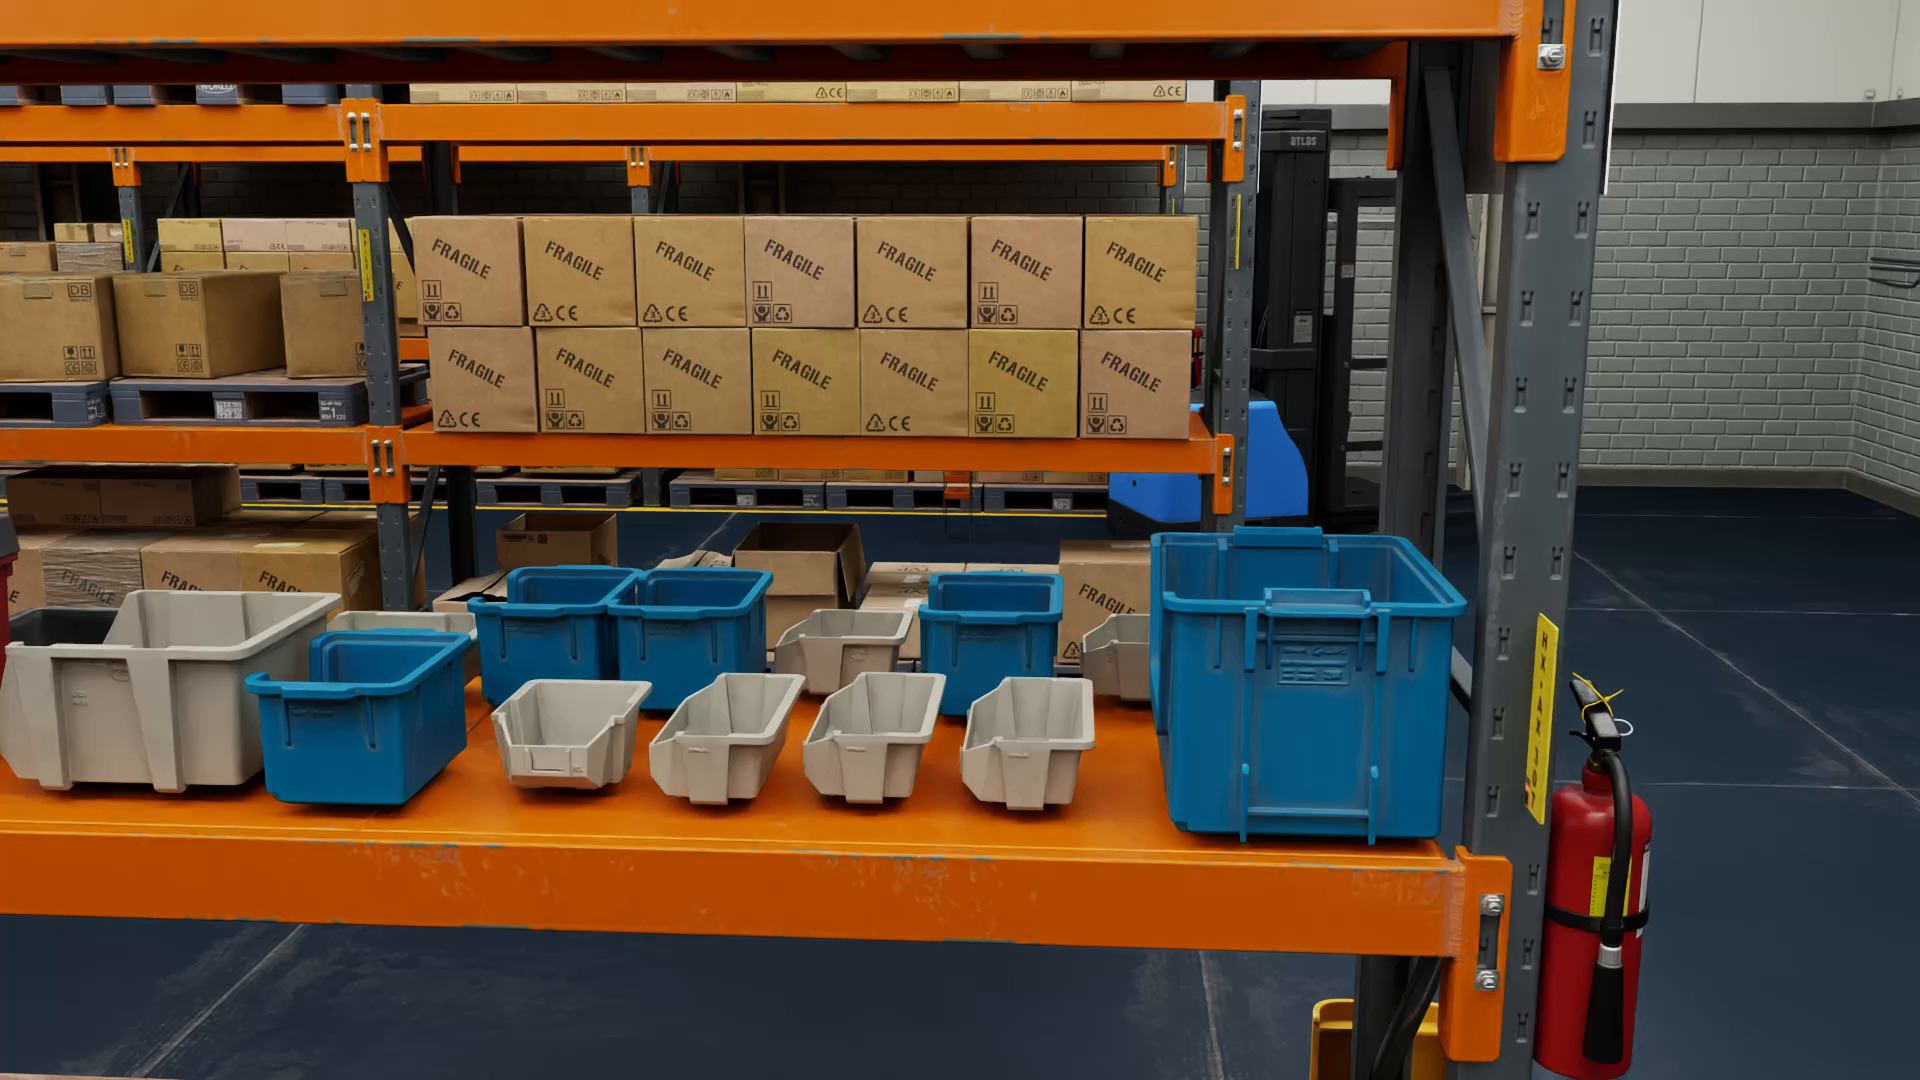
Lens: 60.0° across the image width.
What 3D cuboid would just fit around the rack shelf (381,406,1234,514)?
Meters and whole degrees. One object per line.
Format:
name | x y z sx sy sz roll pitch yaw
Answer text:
rack shelf | -0.707 -0.433 8.268 4.000 0.370 1.077 1 12 4

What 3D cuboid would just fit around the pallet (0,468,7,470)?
pallet | -8.360 -0.542 13.846 1.213 0.211 1.003 1 12 4

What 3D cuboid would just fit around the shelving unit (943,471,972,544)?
shelving unit | -0.014 -0.587 11.646 0.189 1.200 0.258 1 12 4

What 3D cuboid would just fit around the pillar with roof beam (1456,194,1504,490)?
pillar with roof beam | 4.080 -3.966 8.751 0.400 9.000 9.100 1 12 4

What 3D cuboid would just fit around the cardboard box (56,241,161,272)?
cardboard box | -6.836 -2.148 13.391 0.500 0.500 0.700 -1 12 -3

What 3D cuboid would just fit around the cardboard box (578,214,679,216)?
cardboard box | -1.669 -1.390 8.402 0.500 0.500 0.500 1 12 3

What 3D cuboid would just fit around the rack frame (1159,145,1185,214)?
rack frame | 1.616 -1.770 12.902 0.127 3.000 1.000 1 12 4

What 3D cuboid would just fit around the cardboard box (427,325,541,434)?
cardboard box | -2.212 -0.799 8.016 0.500 0.500 0.500 1 12 5

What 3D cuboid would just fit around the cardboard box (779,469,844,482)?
cardboard box | -1.135 -0.768 13.191 0.500 0.500 0.700 1 12 3

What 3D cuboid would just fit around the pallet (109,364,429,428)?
pallet | -3.493 -0.752 8.504 1.213 0.211 1.003 1 12 4

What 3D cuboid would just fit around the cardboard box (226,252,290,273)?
cardboard box | -5.377 -2.015 13.057 0.500 0.500 0.500 1 12 6

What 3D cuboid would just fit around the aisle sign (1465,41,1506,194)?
aisle sign | 1.046 -1.078 3.246 0.004 0.787 0.394 1 12 4

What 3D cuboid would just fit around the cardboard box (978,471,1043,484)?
cardboard box | 0.412 -0.748 13.096 0.500 0.500 0.700 1 12 4

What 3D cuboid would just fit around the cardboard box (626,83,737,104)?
cardboard box | -1.236 -2.135 7.689 0.500 0.250 0.500 1 12 4

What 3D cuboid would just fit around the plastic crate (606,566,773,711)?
plastic crate | -0.584 0.218 3.661 0.300 0.233 0.416 1 12 4

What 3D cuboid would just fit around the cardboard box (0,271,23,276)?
cardboard box | -5.158 -1.084 8.356 0.500 0.500 0.700 3 12 14

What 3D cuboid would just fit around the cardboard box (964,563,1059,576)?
cardboard box | 0.266 0.301 8.646 0.500 0.250 0.500 1 12 4

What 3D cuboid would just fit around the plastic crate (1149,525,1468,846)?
plastic crate | 0.607 0.241 3.056 0.499 0.435 0.616 1 12 4

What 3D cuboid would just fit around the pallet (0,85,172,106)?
pallet | -4.383 -2.225 8.213 1.003 0.211 1.213 1 12 4

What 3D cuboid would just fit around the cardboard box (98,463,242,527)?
cardboard box | -4.167 -0.241 8.794 0.500 0.250 0.500 1 12 4

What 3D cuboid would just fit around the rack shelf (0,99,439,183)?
rack shelf | -4.698 -1.956 8.223 4.000 0.370 1.077 1 12 4

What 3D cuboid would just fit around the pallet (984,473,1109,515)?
pallet | 0.813 -0.400 13.163 1.213 0.211 1.003 1 12 4

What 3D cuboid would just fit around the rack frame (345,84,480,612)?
rack frame | -2.702 -0.812 8.325 0.127 3.000 1.000 1 12 4

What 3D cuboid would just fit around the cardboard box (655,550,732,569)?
cardboard box | -1.367 0.249 8.746 0.500 0.311 0.500 1 12 4

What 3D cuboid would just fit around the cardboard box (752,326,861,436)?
cardboard box | -0.695 -0.778 7.919 0.500 0.500 0.500 1 12 3

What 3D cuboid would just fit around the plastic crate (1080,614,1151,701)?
plastic crate | 0.415 0.262 3.687 0.298 0.136 0.250 1 12 4

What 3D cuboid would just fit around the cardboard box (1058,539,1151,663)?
cardboard box | 0.730 0.293 8.070 0.500 0.500 0.500 1 12 4

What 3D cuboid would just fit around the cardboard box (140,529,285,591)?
cardboard box | -3.707 0.239 8.329 0.500 0.500 0.500 1 12 4

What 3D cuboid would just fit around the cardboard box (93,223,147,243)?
cardboard box | -6.712 -2.459 13.297 0.250 0.149 0.380 -1 12 -4

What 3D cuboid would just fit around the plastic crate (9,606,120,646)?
plastic crate | -1.902 0.265 3.699 0.590 0.125 0.437 1 12 4

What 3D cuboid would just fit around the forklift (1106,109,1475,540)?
forklift | 2.606 -1.425 11.420 3.031 2.935 1.130 -3 12 -15

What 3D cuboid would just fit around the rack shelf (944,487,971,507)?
rack shelf | -0.014 -0.309 11.704 0.180 0.103 0.258 1 12 4

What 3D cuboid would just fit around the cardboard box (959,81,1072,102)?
cardboard box | 0.260 -2.115 7.591 0.500 0.250 0.500 1 12 4

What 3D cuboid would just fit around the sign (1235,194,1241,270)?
sign | 1.232 -1.366 7.372 0.005 0.325 0.100 1 12 4

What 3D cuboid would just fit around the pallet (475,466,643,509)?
pallet | -3.150 -0.455 13.426 1.213 0.211 1.003 1 12 4

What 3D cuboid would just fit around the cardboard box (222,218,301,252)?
cardboard box | -5.394 -2.384 12.990 0.500 0.250 0.500 1 12 3

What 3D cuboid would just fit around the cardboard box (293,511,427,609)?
cardboard box | -3.169 0.139 8.806 0.500 0.500 0.500 0 12 1

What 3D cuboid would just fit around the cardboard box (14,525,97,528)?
cardboard box | -4.704 0.119 8.903 0.500 0.500 0.500 0 12 2

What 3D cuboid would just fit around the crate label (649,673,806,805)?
crate label | -0.440 0.374 3.151 0.243 0.136 0.396 1 12 4

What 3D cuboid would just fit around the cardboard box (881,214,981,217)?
cardboard box | -0.158 -1.369 8.302 0.500 0.500 0.500 1 12 5

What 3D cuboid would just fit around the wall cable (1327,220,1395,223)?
wall cable | 2.957 -2.443 13.638 1.851 1.984 0.084 1 12 4

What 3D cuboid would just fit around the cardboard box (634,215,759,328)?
cardboard box | -1.223 -1.273 7.840 0.500 0.500 0.500 0 12 2

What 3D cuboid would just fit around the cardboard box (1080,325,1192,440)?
cardboard box | 0.824 -0.757 7.817 0.500 0.500 0.500 1 12 5

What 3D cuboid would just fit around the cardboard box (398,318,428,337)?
cardboard box | -4.260 -1.690 13.087 0.250 0.149 0.380 1 12 6

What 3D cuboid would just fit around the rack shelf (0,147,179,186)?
rack shelf | -8.362 -3.023 13.322 4.000 0.370 1.077 1 12 4

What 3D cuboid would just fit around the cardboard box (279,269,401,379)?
cardboard box | -3.160 -1.119 8.522 0.500 0.500 0.700 -3 12 -15

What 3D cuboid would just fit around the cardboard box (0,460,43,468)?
cardboard box | -7.594 -0.901 13.779 0.500 0.500 0.700 1 12 4

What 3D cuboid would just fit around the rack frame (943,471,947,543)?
rack frame | -0.106 -0.589 11.652 0.006 1.200 0.240 1 12 4

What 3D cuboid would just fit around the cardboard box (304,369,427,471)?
cardboard box | -4.768 -0.982 13.362 0.750 0.750 0.750 1 12 3

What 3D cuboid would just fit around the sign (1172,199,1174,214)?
sign | 1.566 -2.342 12.230 0.005 0.325 0.100 1 12 4

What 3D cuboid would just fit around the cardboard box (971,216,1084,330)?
cardboard box | 0.322 -1.253 7.744 0.500 0.500 0.500 1 12 5
